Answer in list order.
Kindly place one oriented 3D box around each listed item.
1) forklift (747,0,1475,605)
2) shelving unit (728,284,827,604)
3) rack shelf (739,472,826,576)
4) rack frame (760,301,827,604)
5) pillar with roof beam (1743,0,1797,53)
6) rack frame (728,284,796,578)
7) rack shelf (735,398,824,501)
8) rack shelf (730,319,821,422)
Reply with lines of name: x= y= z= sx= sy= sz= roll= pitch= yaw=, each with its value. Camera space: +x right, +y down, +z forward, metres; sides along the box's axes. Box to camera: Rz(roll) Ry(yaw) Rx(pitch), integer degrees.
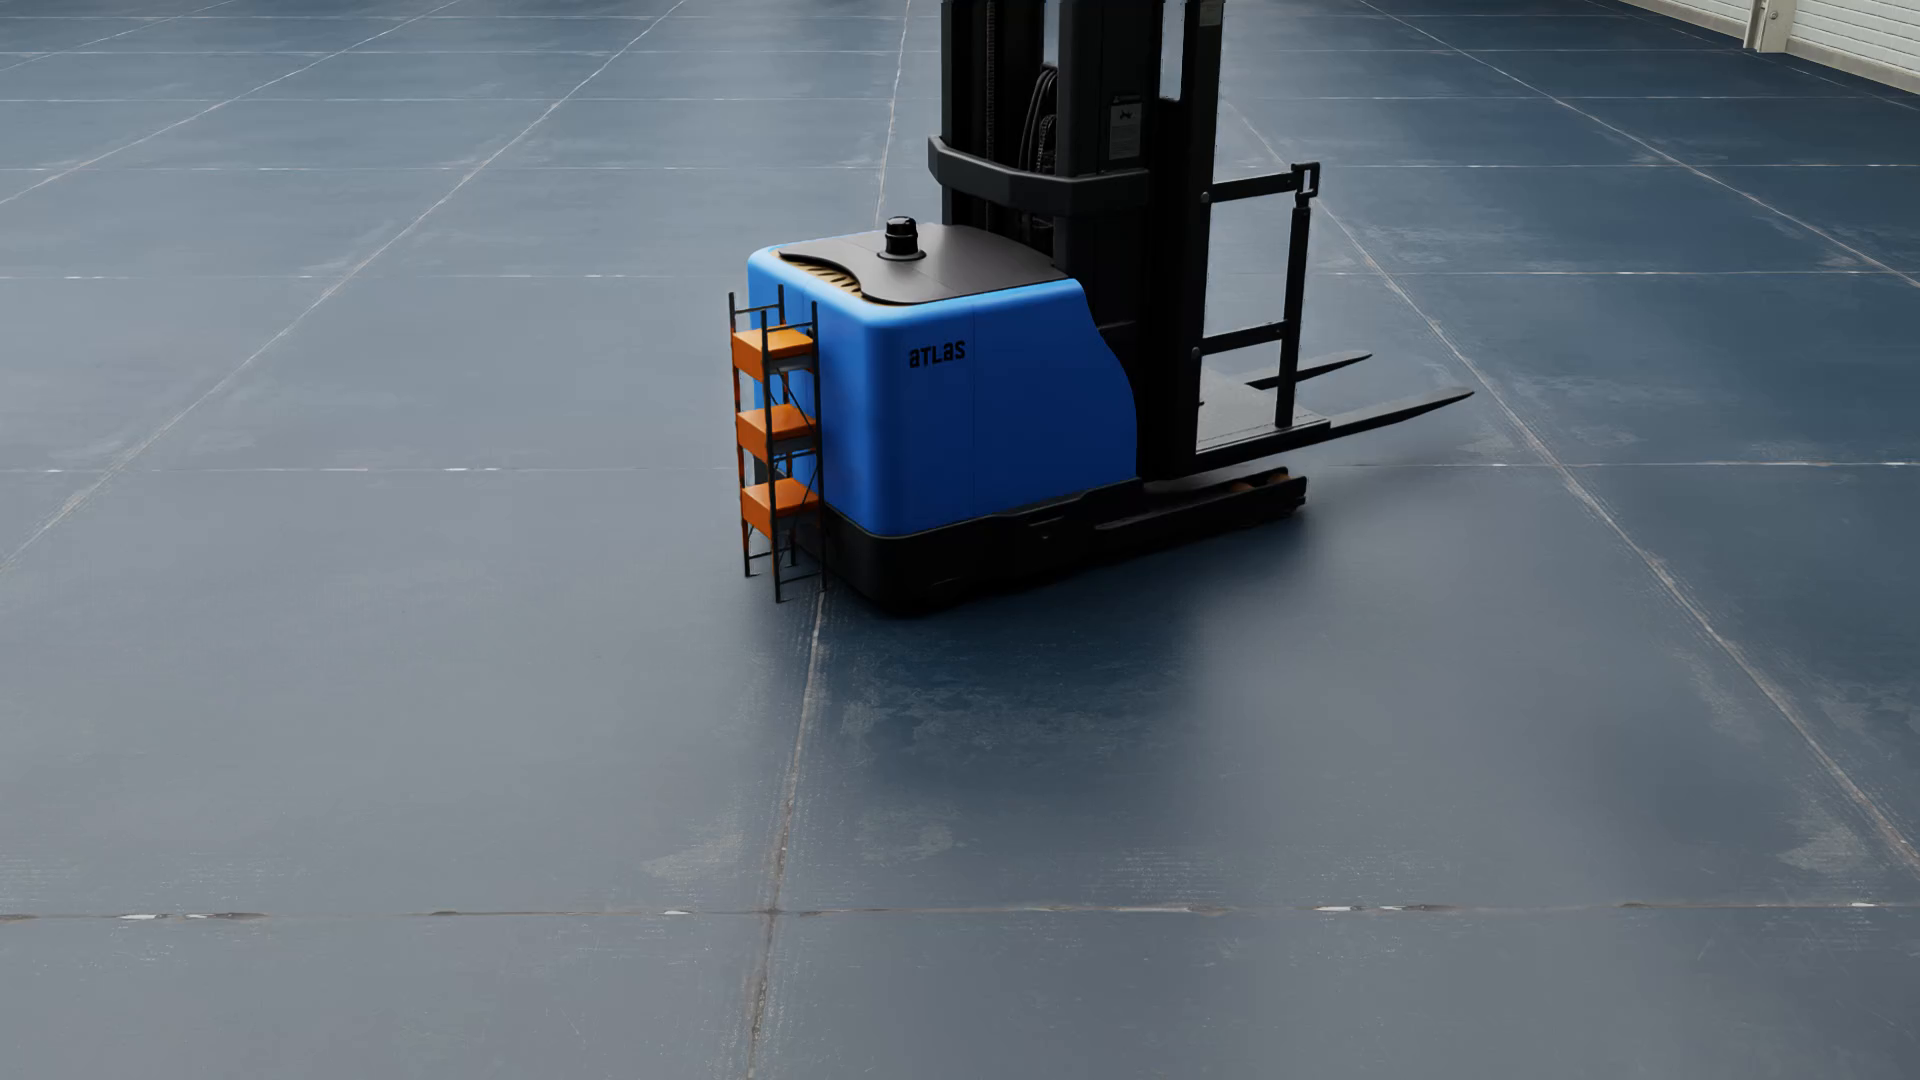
forklift: x=0.745 y=-1.554 z=6.130 sx=3.031 sy=2.935 sz=1.130 roll=-14 pitch=28 yaw=-29
shelving unit: x=-0.618 y=-0.322 z=5.689 sx=0.215 sy=1.050 sz=0.252 roll=-14 pitch=28 yaw=-29
rack shelf: x=-0.618 y=-0.060 z=5.808 sx=0.215 sy=0.259 sz=0.240 roll=-14 pitch=28 yaw=-29
rack frame: x=-0.554 y=-0.280 z=5.595 sx=0.200 sy=1.050 sz=0.008 roll=-14 pitch=28 yaw=-29
pillar with roof beam: x=4.380 y=-9.368 z=16.044 sx=9.100 sy=9.000 sz=0.400 roll=0 pitch=24 yaw=-1
rack frame: x=-0.683 y=-0.365 z=5.783 sx=0.200 sy=1.050 sz=0.008 roll=-14 pitch=28 yaw=-29
rack shelf: x=-0.618 y=-0.313 z=5.693 sx=0.215 sy=0.259 sz=0.240 roll=-14 pitch=28 yaw=-29
rack shelf: x=-0.618 y=-0.571 z=5.576 sx=0.215 sy=0.259 sz=0.240 roll=-14 pitch=28 yaw=-29
